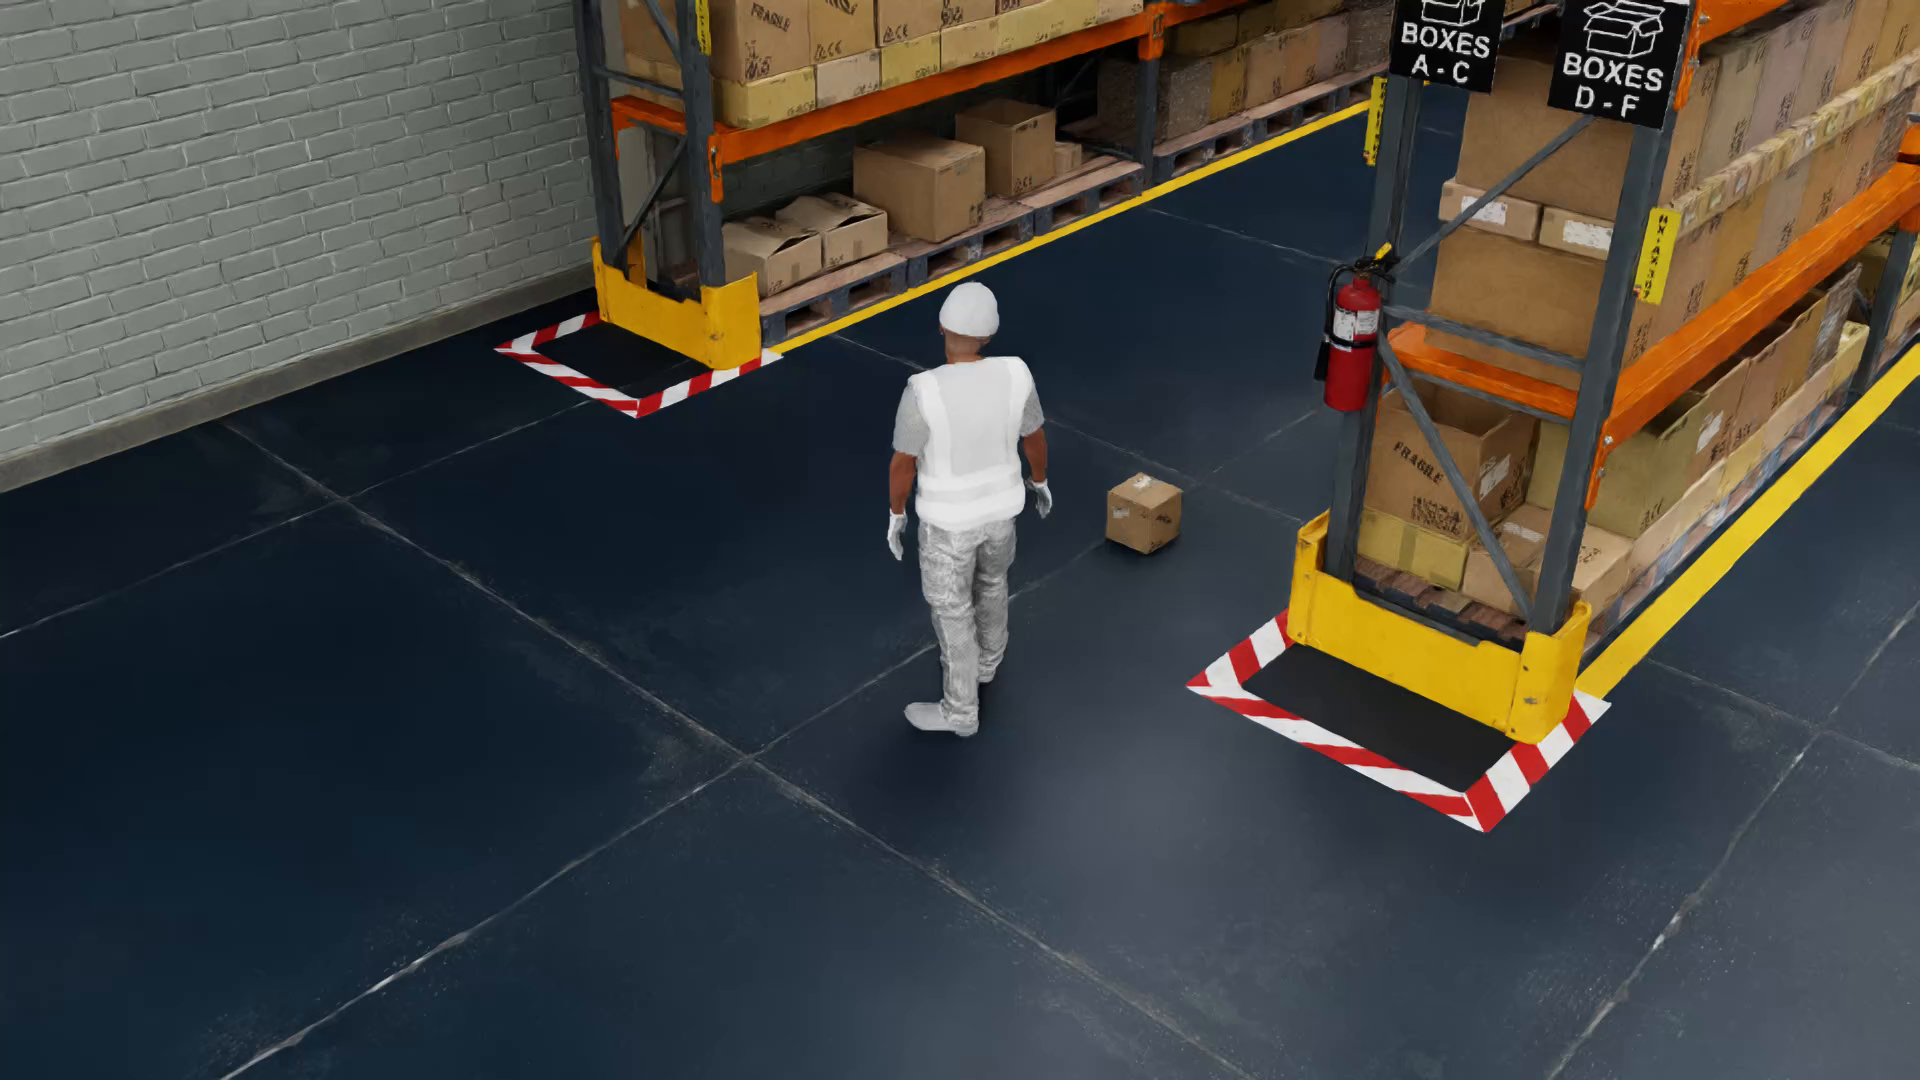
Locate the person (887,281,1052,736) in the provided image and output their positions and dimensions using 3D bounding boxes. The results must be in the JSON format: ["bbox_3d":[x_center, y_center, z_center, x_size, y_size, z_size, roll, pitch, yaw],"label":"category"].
[{"bbox_3d":[0.025,-0.158,6.328,0.690,1.784,0.581,-17,35,-25],"label":"person"}]
